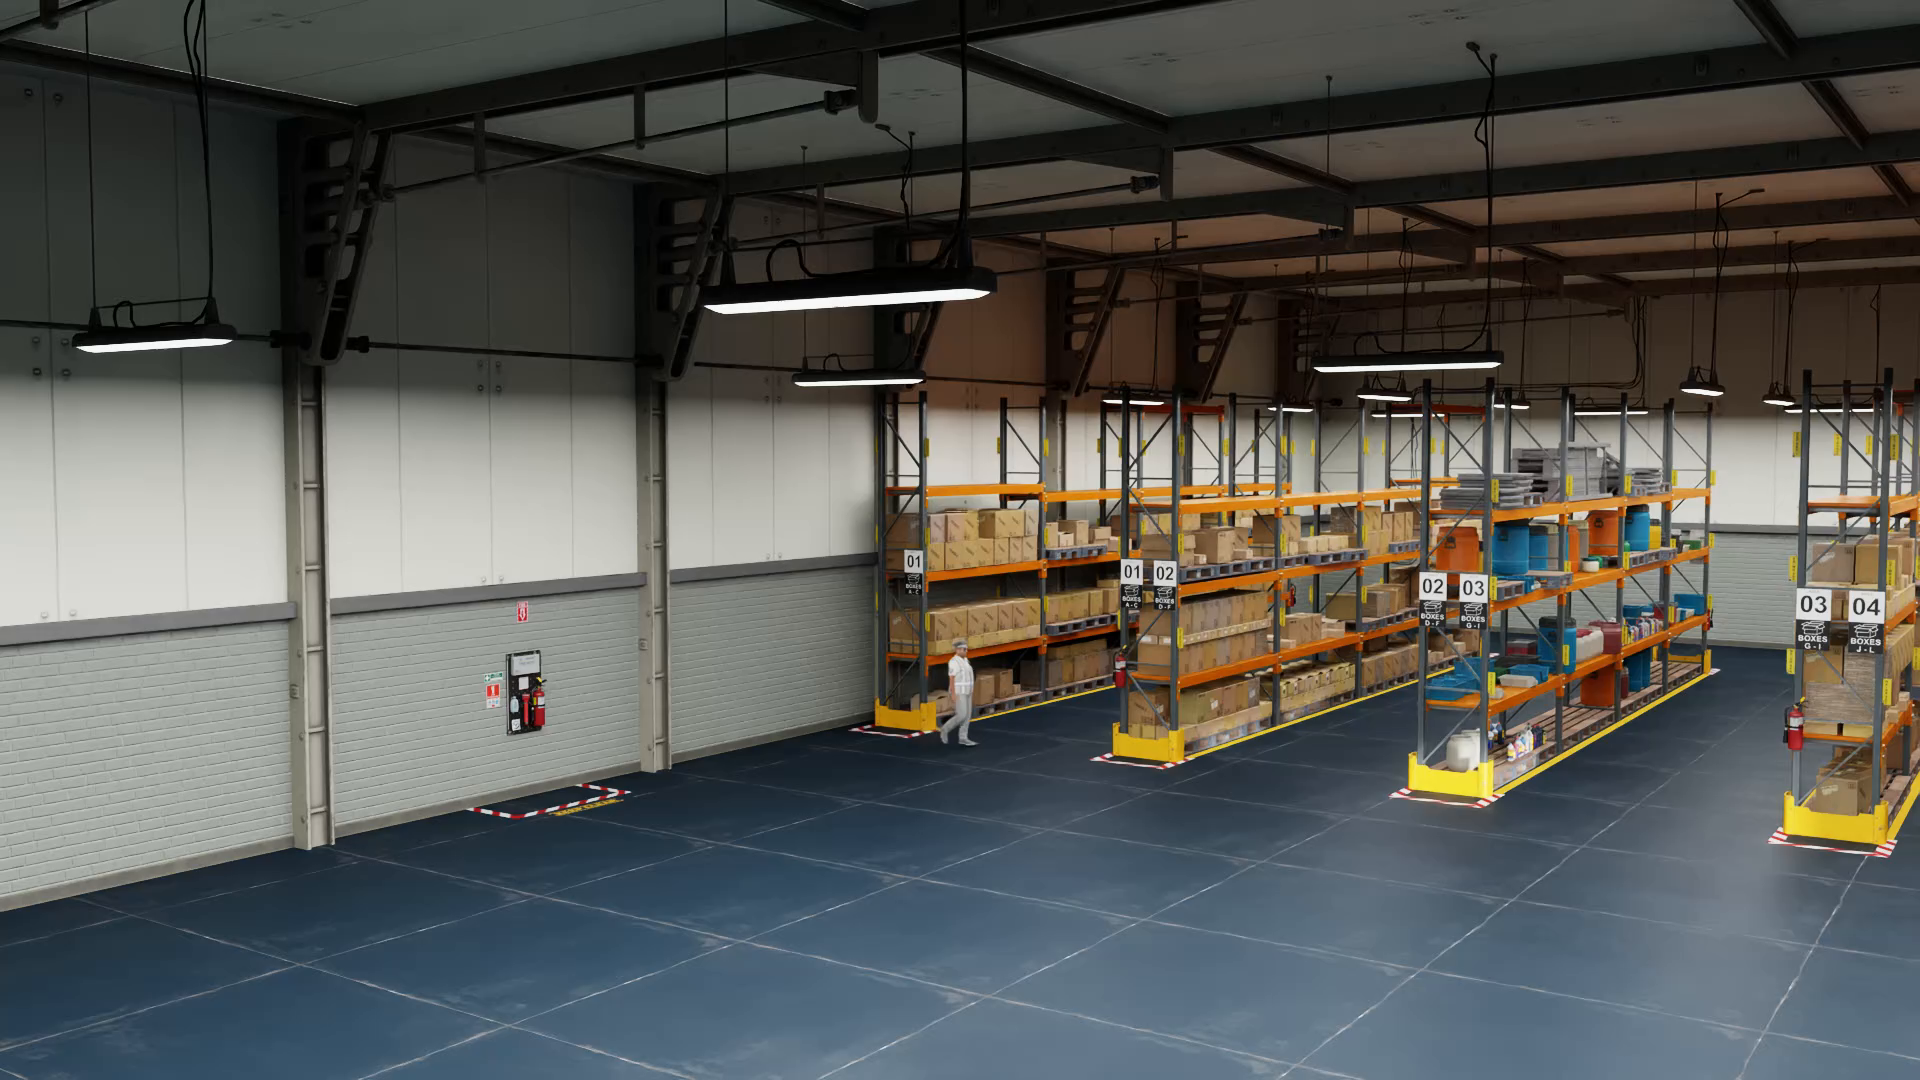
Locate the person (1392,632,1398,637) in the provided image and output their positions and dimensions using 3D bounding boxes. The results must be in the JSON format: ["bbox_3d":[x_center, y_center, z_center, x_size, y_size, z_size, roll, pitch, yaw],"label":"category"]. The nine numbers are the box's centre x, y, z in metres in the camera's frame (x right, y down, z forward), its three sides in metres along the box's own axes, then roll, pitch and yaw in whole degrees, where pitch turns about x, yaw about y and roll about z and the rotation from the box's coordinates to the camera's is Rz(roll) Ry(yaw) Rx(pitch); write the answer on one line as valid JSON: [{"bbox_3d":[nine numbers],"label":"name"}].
[{"bbox_3d":[10.534,1.875,40.609,0.585,1.804,0.385,-1,3,-15],"label":"person"}]

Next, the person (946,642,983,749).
[{"bbox_3d":[0.104,2.623,27.864,0.673,1.798,0.557,0,3,7],"label":"person"}]
